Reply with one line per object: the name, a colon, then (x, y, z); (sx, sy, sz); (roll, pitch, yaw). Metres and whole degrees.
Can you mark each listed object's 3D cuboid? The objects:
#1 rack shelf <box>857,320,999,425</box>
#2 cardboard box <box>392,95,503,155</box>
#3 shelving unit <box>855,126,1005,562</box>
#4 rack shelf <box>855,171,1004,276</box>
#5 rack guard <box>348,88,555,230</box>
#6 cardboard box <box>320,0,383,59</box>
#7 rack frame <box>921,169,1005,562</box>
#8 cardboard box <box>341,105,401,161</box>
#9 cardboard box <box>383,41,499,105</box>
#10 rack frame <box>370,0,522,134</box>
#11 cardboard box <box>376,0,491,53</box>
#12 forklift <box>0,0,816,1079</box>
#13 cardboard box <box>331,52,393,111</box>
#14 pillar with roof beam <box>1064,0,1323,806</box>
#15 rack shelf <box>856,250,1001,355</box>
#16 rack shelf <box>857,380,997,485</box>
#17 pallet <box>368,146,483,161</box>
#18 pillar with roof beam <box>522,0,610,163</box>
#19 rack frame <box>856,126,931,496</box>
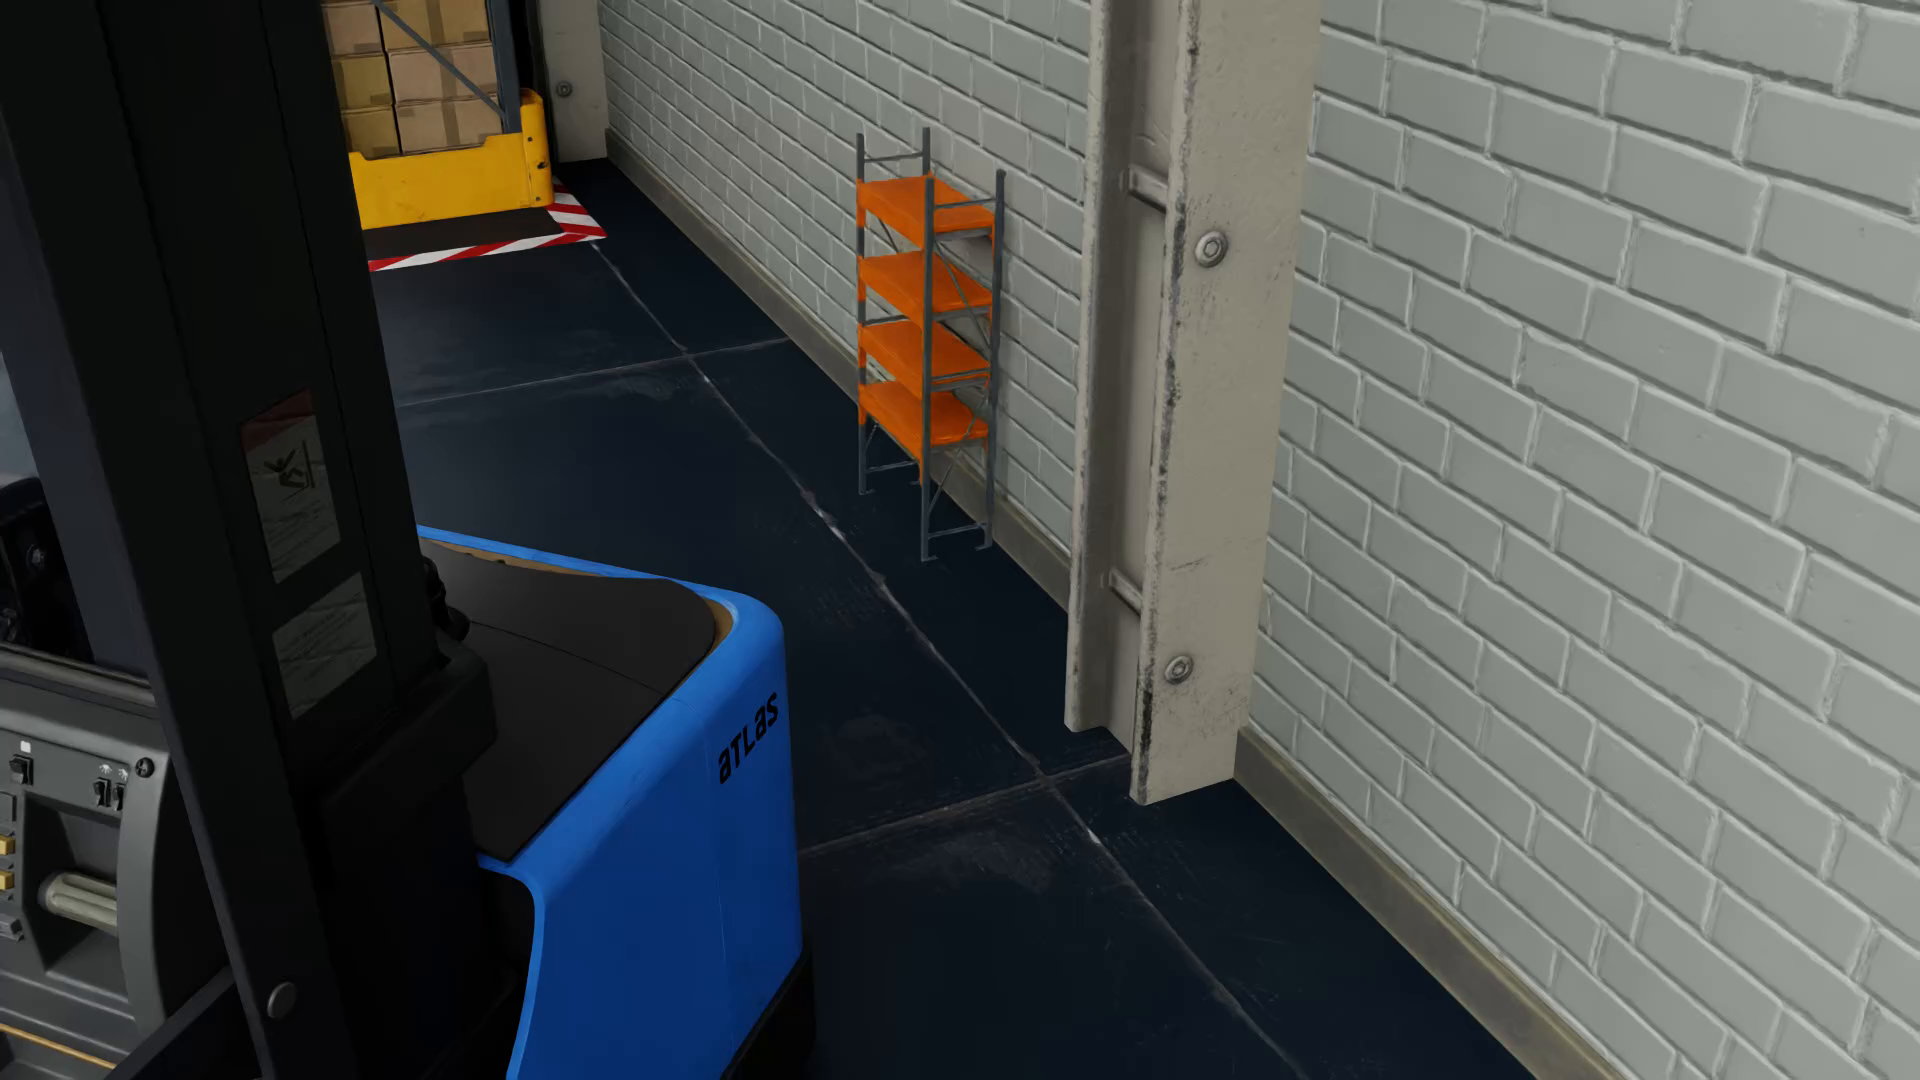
rack shelf: (-0.106, -0.532, 5.103); (0.258, 0.148, 0.480); (-12, 31, -23)
cardboard box: (-2.629, -2.169, 8.434); (0.500, 0.250, 0.500); (-13, 32, -22)
shelving unit: (-0.104, -0.591, 5.070); (0.258, 1.200, 0.503); (-12, 31, -23)
rack shelf: (-0.096, -0.935, 4.882); (0.258, 0.148, 0.480); (-12, 31, -23)
rack guard: (-2.584, -1.827, 7.996); (1.175, 0.500, 0.348); (-13, 32, -22)
cardboard box: (-3.074, -2.485, 7.975); (0.500, 0.250, 0.500); (-12, 31, -20)
rack frame: (0.002, -0.483, 4.879); (0.240, 1.200, 0.015); (-12, 31, -23)
cardboard box: (-3.082, -2.053, 8.225); (0.500, 0.250, 0.500); (-13, 32, -22)
cardboard box: (-2.609, -2.381, 8.299); (0.500, 0.250, 0.500); (-12, 32, -21)
rack frame: (-2.595, -2.927, 7.404); (1.000, 3.000, 0.127); (-13, 32, -22)
cardboard box: (-2.630, -2.599, 8.179); (0.500, 0.250, 0.500); (-14, 32, -23)
forklift: (-1.296, 0.346, 1.636); (1.130, 2.935, 3.031); (11, 31, 18)
cardboard box: (-3.086, -2.279, 8.118); (0.500, 0.250, 0.500); (-14, 32, -23)
pillar with roof beam: (-3.392, -2.487, 0.484); (9.100, 9.000, 0.400); (-13, 32, -22)
rack shelf: (-0.101, -0.728, 4.995); (0.258, 0.148, 0.480); (-12, 31, -23)
rack shelf: (-0.110, -0.358, 5.198); (0.258, 0.148, 0.480); (-12, 31, -23)
pallet: (-2.961, -2.040, 8.672); (1.003, 0.211, 1.213); (-13, 32, -22)
pillar with roof beam: (-5.968, -5.137, 5.210); (9.100, 9.000, 0.400); (-13, 32, -22)
rack frame: (-0.211, -0.698, 5.262); (0.240, 1.200, 0.015); (-12, 31, -23)
